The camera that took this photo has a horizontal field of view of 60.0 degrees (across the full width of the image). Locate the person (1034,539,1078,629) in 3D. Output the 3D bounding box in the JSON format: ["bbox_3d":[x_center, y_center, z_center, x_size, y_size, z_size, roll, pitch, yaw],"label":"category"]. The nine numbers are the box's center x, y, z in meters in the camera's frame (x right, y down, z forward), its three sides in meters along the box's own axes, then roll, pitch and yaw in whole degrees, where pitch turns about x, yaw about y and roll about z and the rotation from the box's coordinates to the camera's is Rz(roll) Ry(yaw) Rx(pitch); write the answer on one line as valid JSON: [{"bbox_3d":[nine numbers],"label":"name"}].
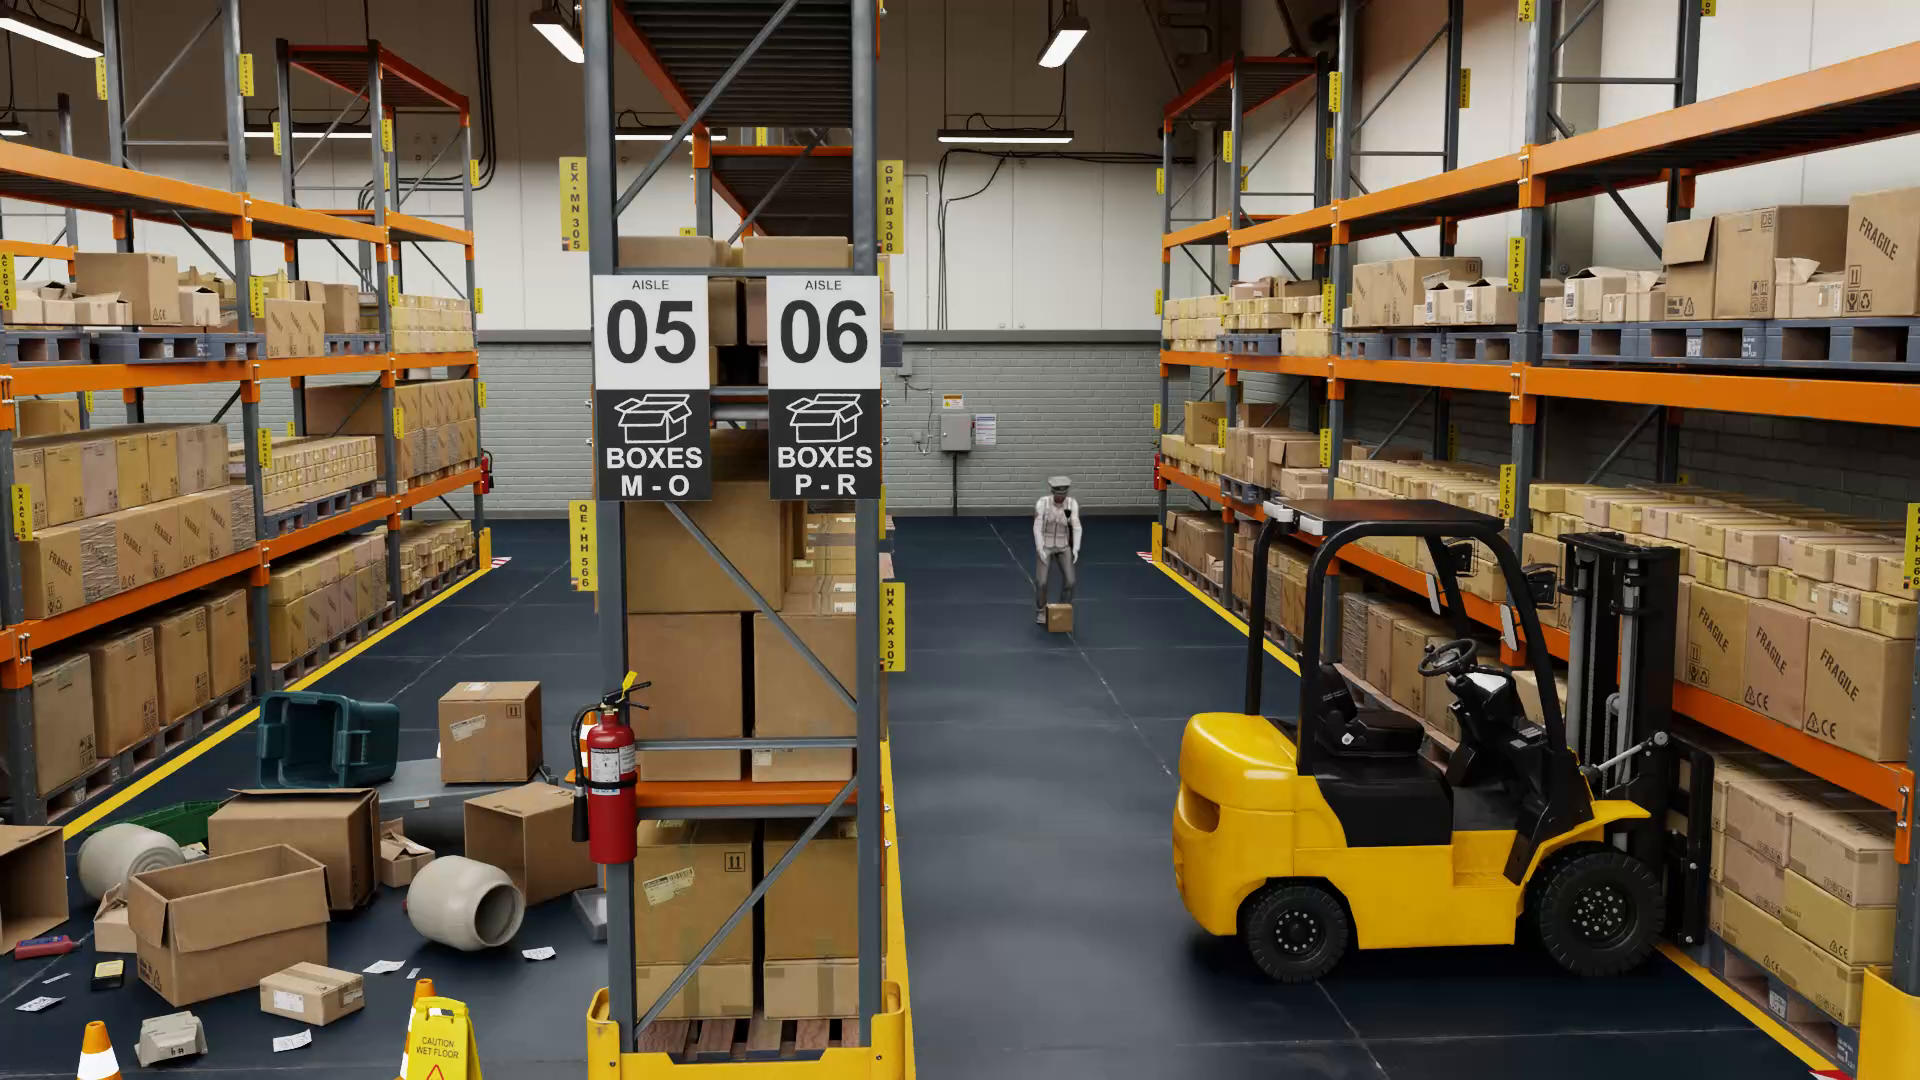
[{"bbox_3d":[1.003,0.450,17.320,0.464,0.875,0.879,-1,7,-6],"label":"person"}]
